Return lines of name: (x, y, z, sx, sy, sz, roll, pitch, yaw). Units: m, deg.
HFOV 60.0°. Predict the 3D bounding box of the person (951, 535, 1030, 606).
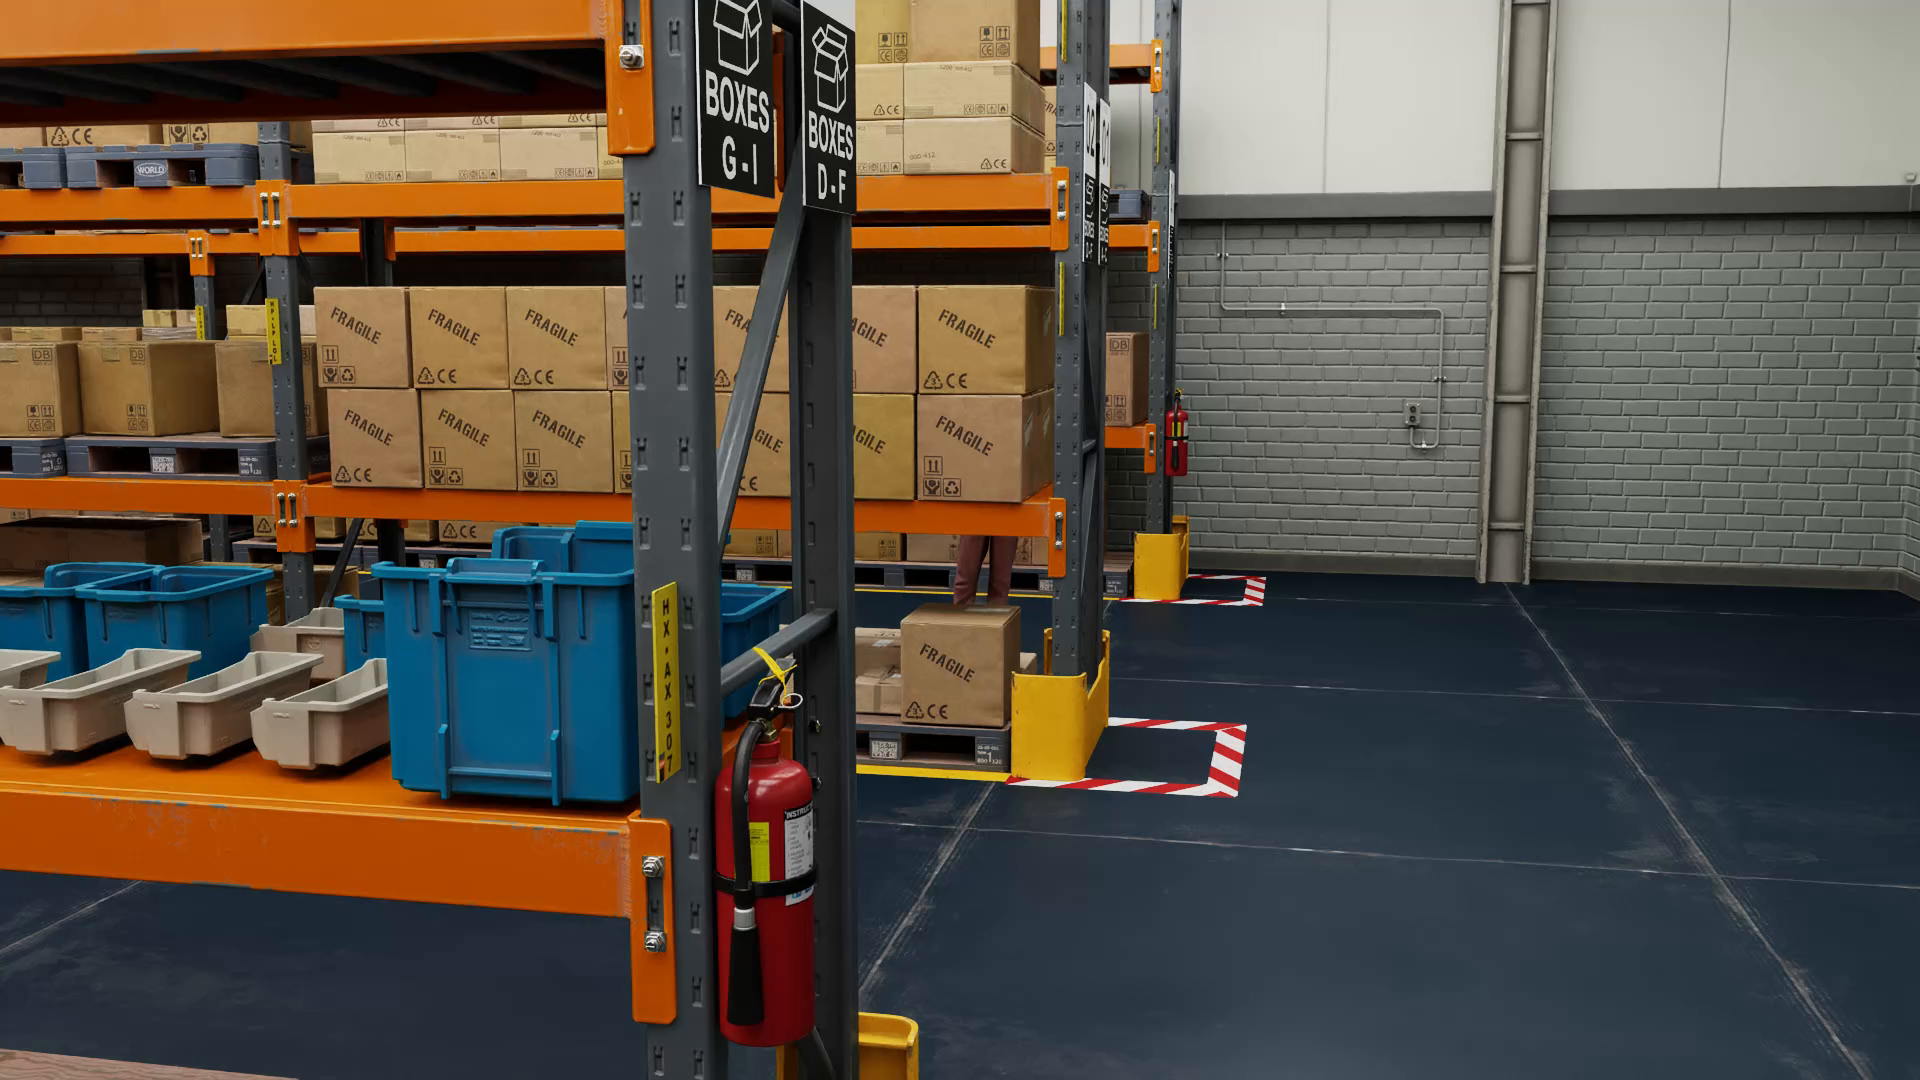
person: (0.176, -0.080, 10.325, 0.553, 1.673, 0.547, 2, 8, 11)
